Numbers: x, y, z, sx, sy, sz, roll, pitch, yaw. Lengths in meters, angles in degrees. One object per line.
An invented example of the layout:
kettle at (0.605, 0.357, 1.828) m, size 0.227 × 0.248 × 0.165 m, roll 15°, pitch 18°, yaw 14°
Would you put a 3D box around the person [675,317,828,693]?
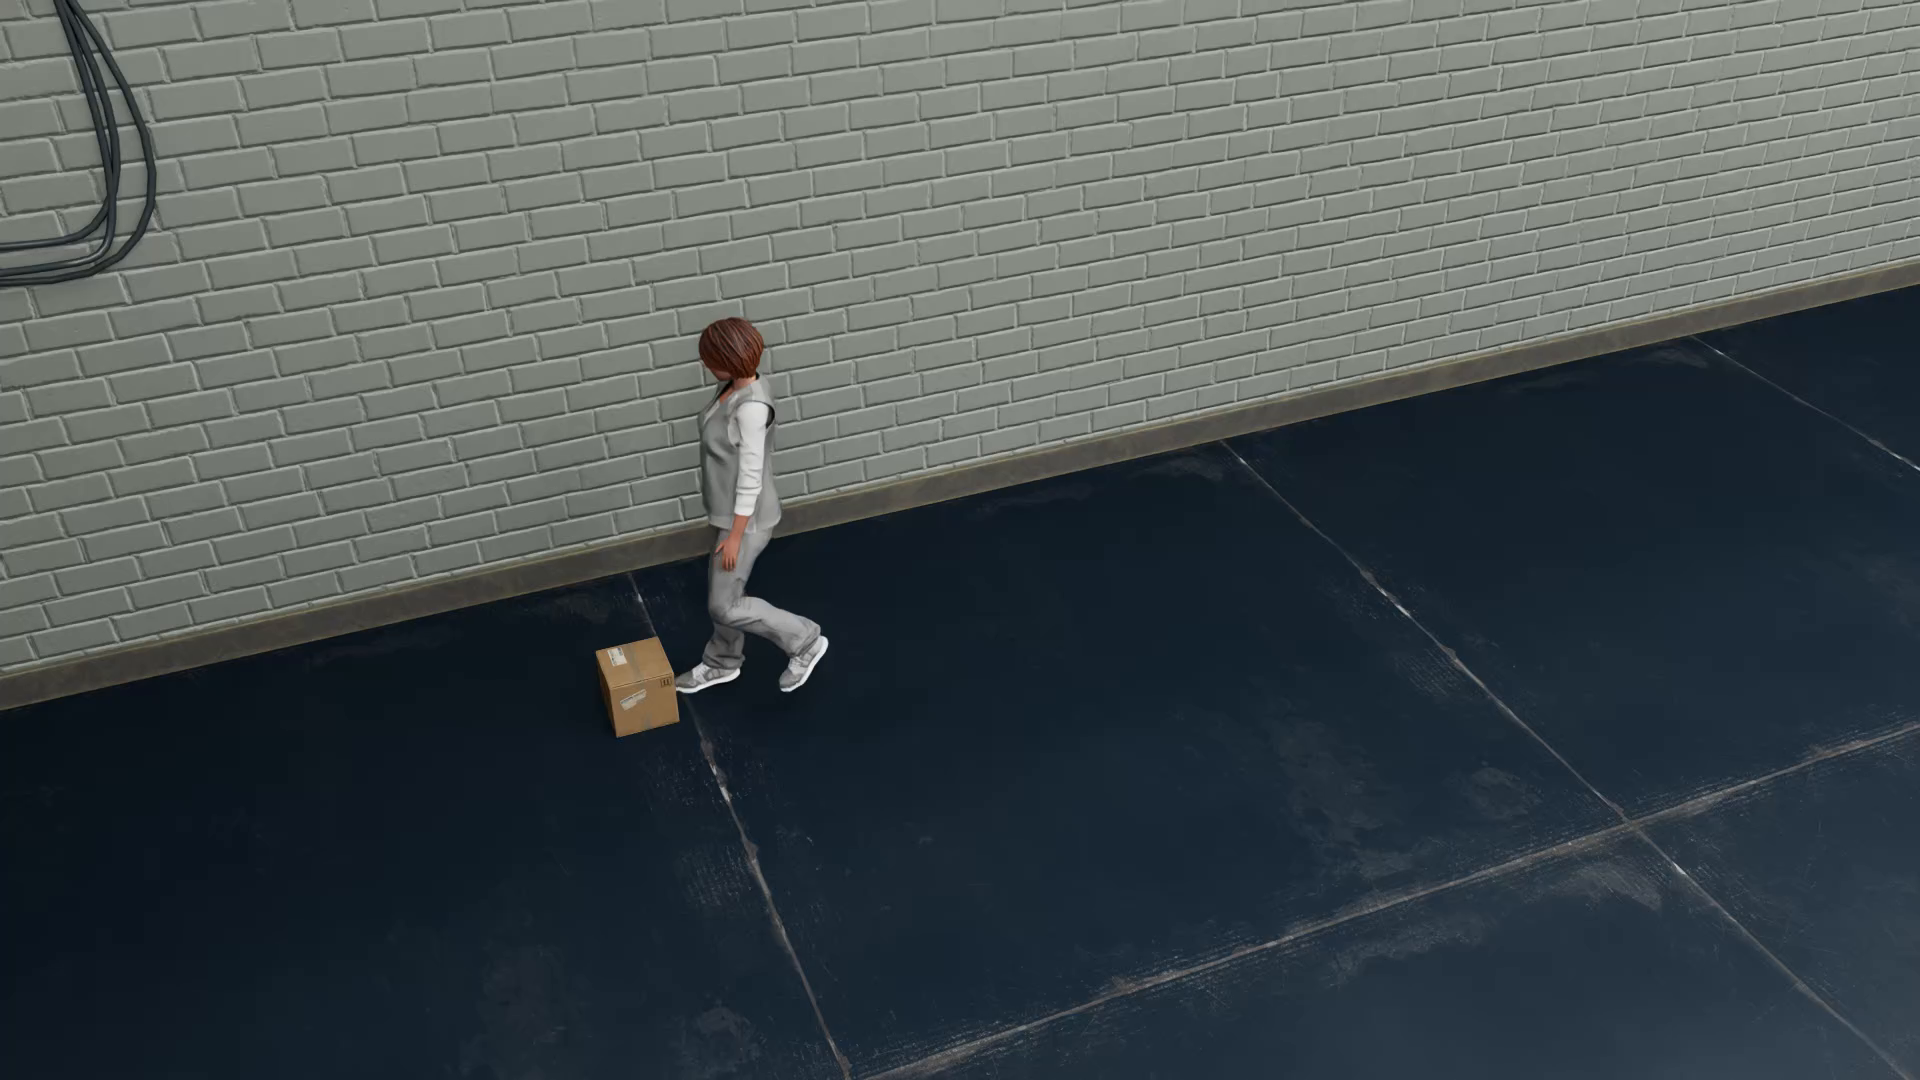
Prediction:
person at (-0.846, -0.077, 6.265) m, size 0.599 × 1.601 × 0.467 m, roll -10°, pitch 35°, yaw -14°
